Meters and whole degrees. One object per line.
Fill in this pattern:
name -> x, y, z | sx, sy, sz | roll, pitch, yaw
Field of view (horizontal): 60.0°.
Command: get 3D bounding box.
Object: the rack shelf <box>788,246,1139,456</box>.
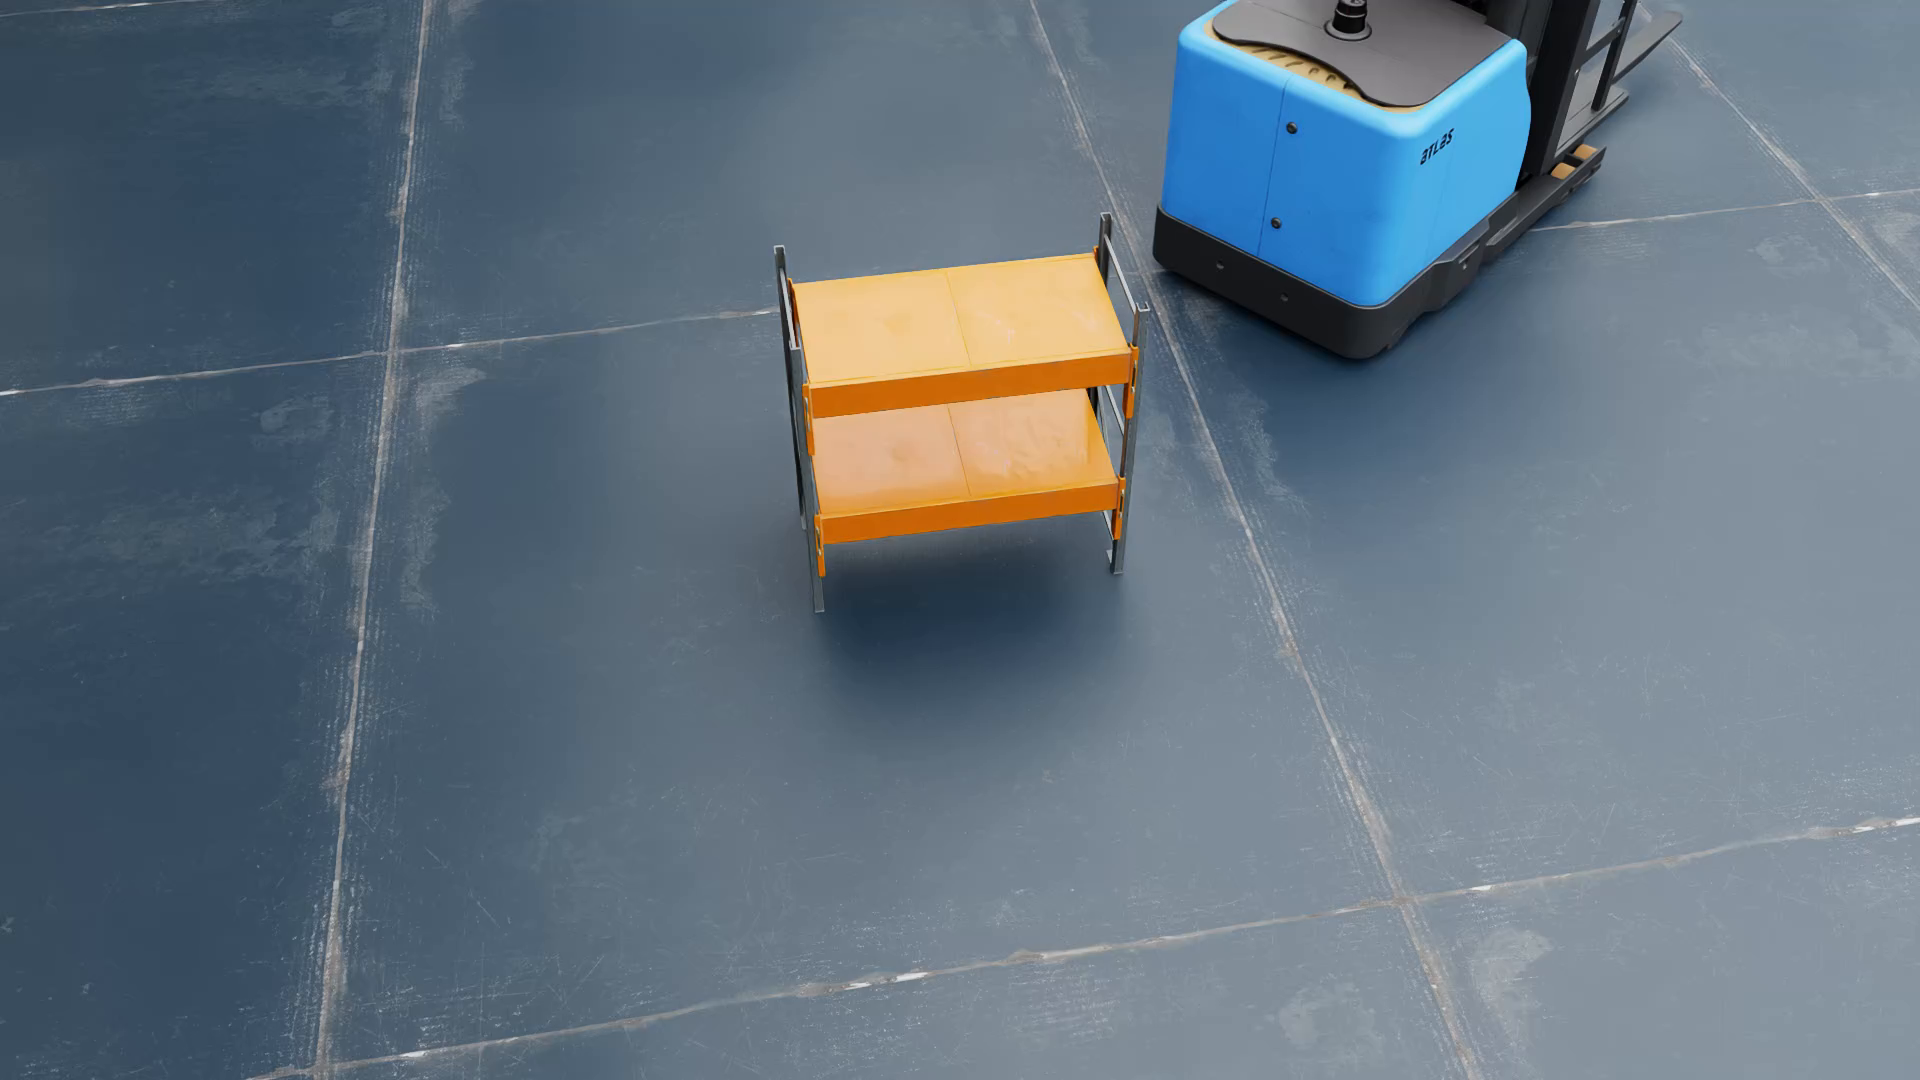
rack shelf -> -0.007, -0.593, 5.133 | 1.000, 0.278, 0.538 | -7, 46, -7

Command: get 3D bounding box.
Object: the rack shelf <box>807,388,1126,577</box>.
rack shelf -> -0.007, -0.220, 5.520 | 1.000, 0.278, 0.538 | -7, 46, -7

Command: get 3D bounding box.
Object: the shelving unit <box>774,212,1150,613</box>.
shelving unit -> -0.007, -0.389, 5.344 | 1.048, 1.125, 0.538 | -7, 46, -7

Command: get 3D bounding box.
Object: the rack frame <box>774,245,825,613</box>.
rack frame -> -0.508, -0.327, 5.284 | 0.032, 1.125, 0.500 | -7, 46, -7

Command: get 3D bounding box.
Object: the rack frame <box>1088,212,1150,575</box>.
rack frame -> 0.494, -0.452, 5.404 | 0.032, 1.125, 0.500 | -7, 46, -7

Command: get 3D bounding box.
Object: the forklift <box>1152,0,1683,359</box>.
forklift -> 2.143, -2.685, 6.302 | 1.130, 2.935, 3.031 | 33, 54, 28
